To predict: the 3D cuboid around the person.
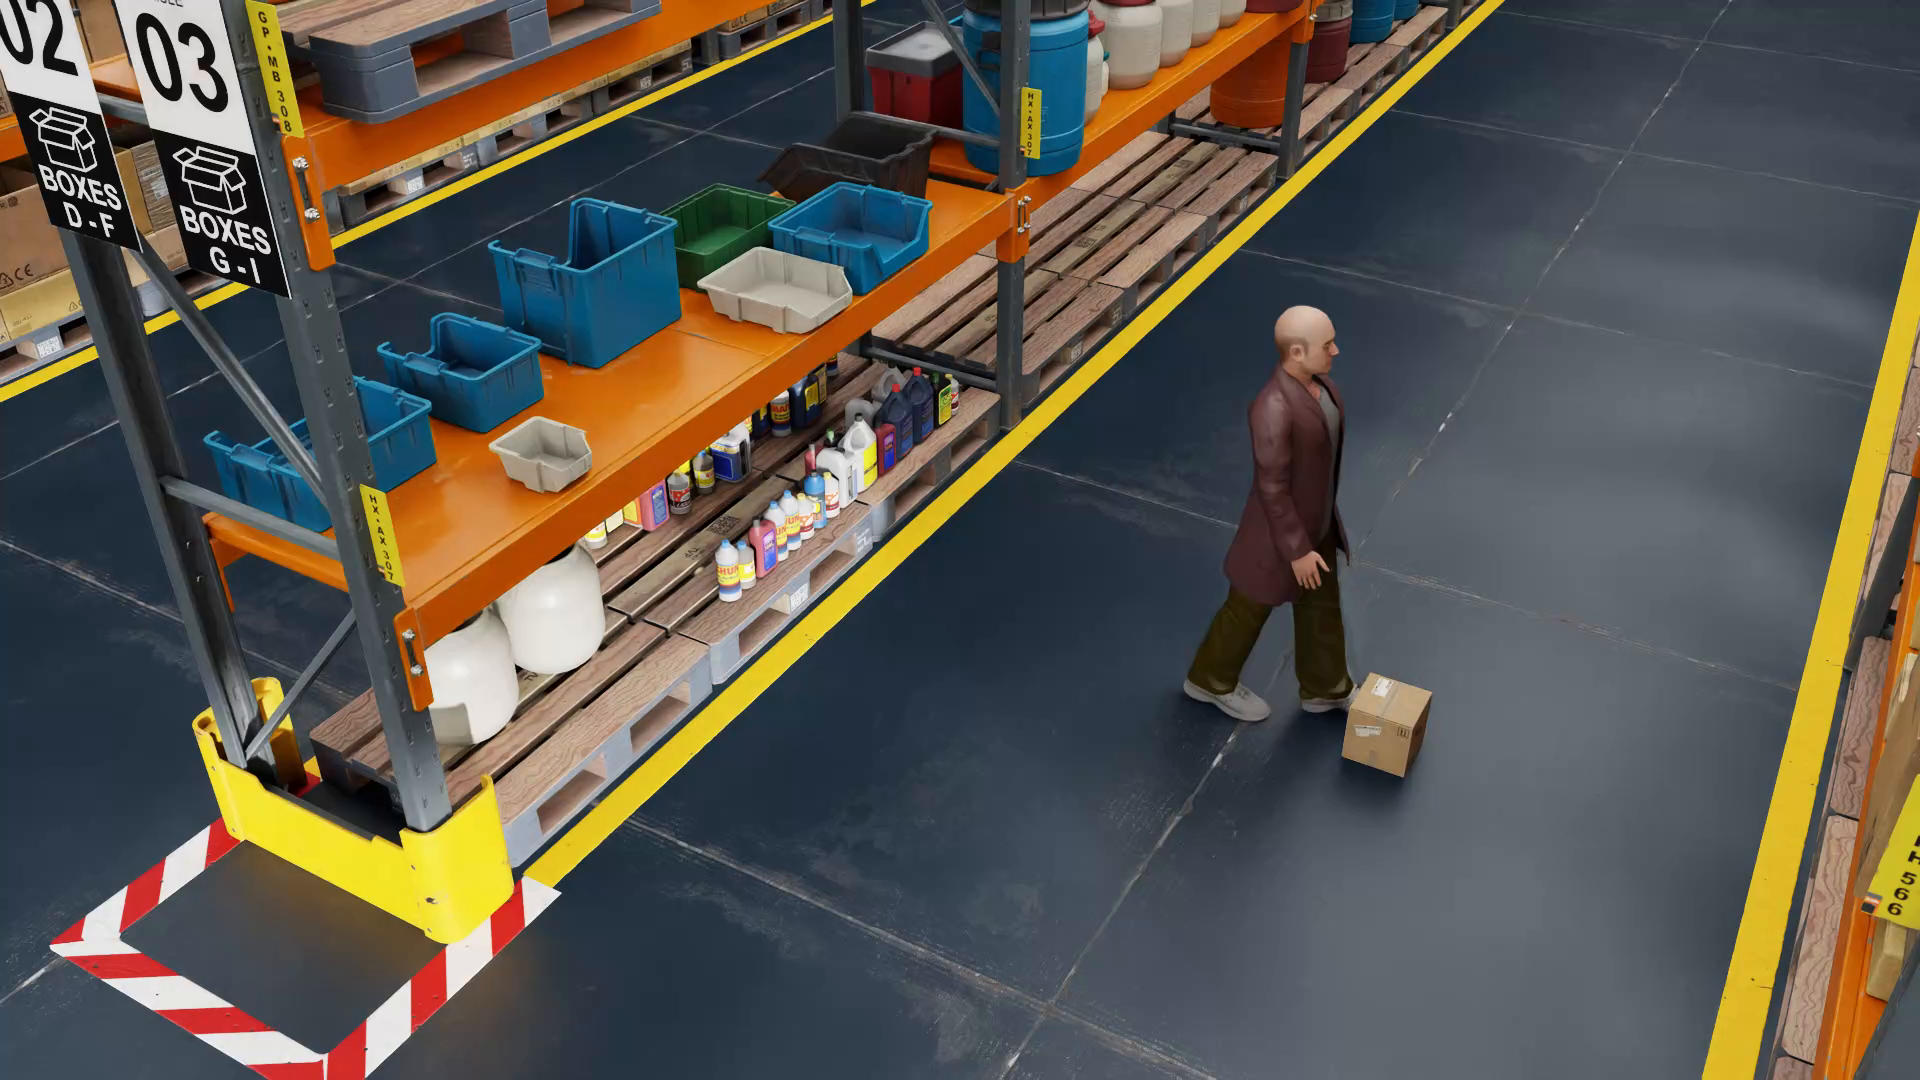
[{"bbox_3d":[1.296,-0.034,6.225,0.789,1.777,0.579,19,38,26],"label":"person"}]
